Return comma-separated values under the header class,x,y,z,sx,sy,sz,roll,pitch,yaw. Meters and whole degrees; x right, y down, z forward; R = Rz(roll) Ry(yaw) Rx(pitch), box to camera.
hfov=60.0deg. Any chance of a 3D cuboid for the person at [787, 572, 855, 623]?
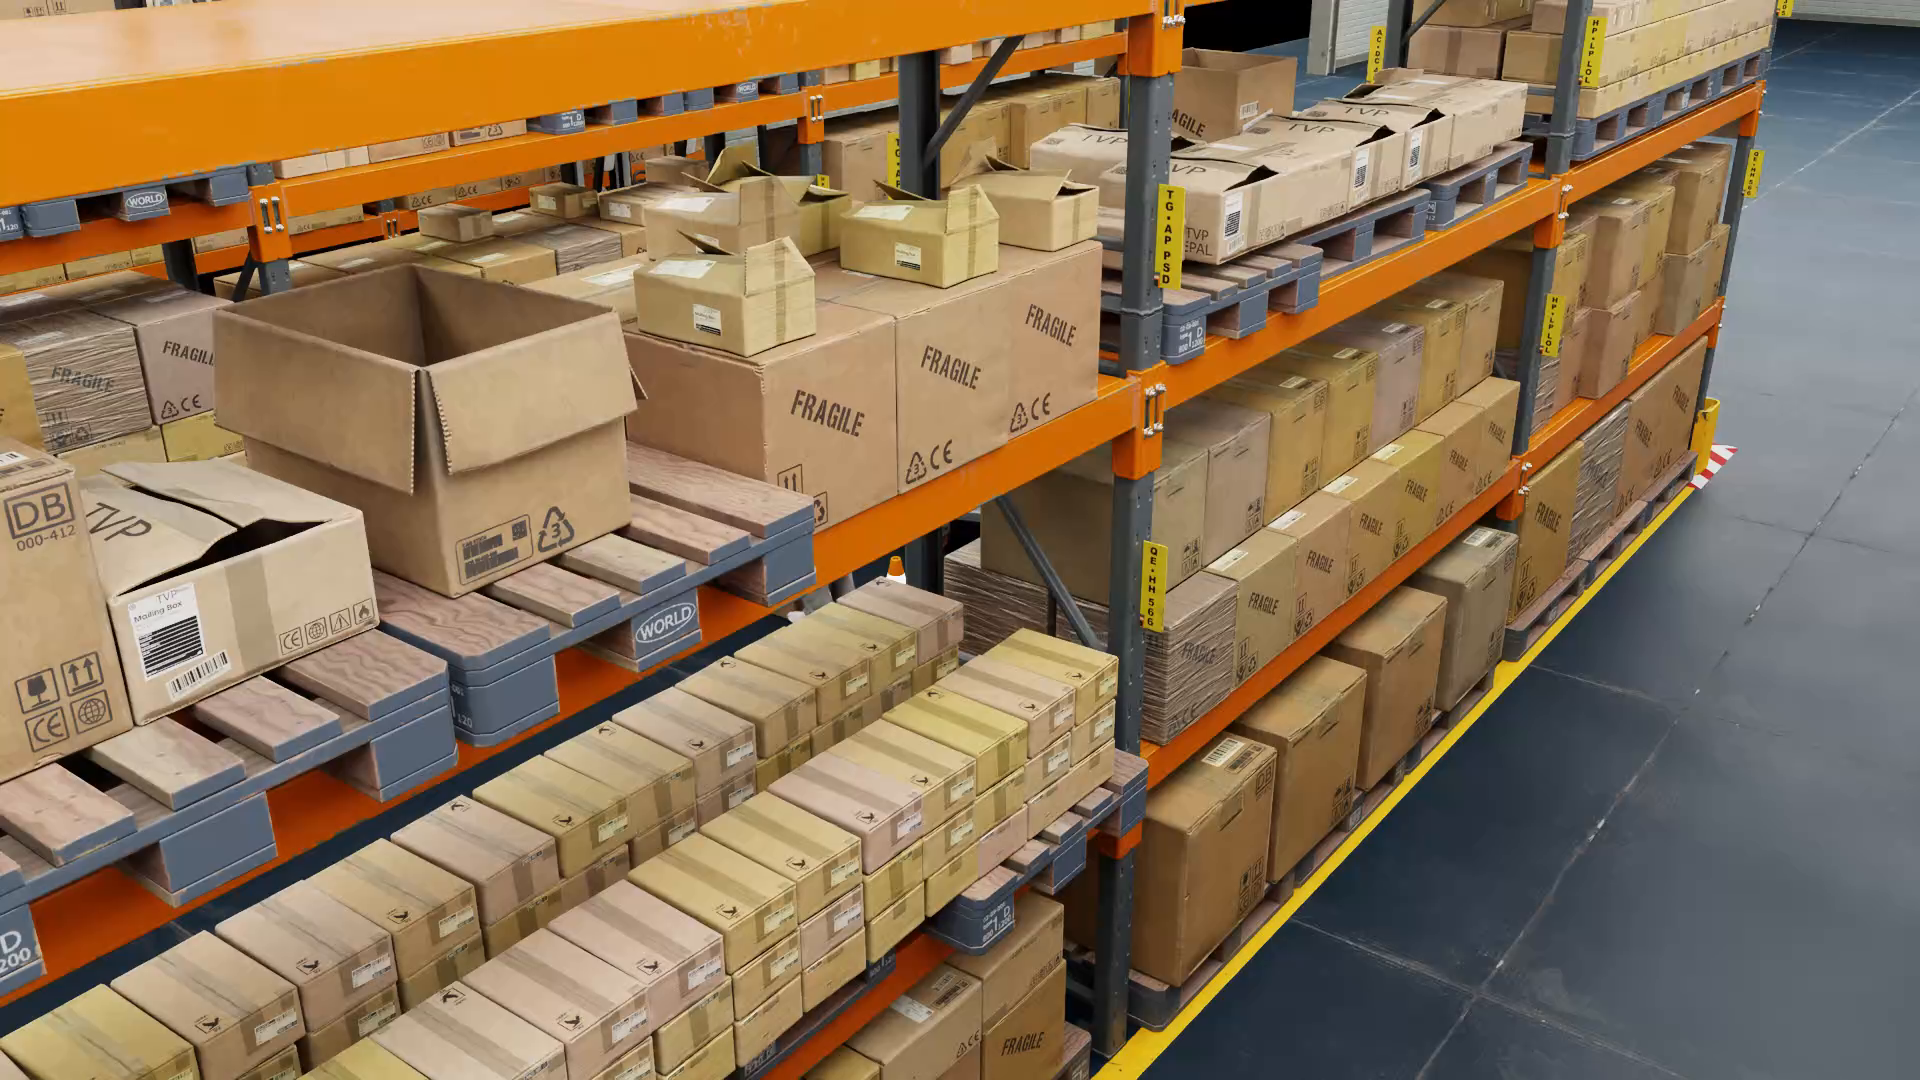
class,x,y,z,sx,sy,sz,roll,pitch,yaw
person,-0.822,-0.285,9.752,0.361,1.672,0.492,16,28,31
